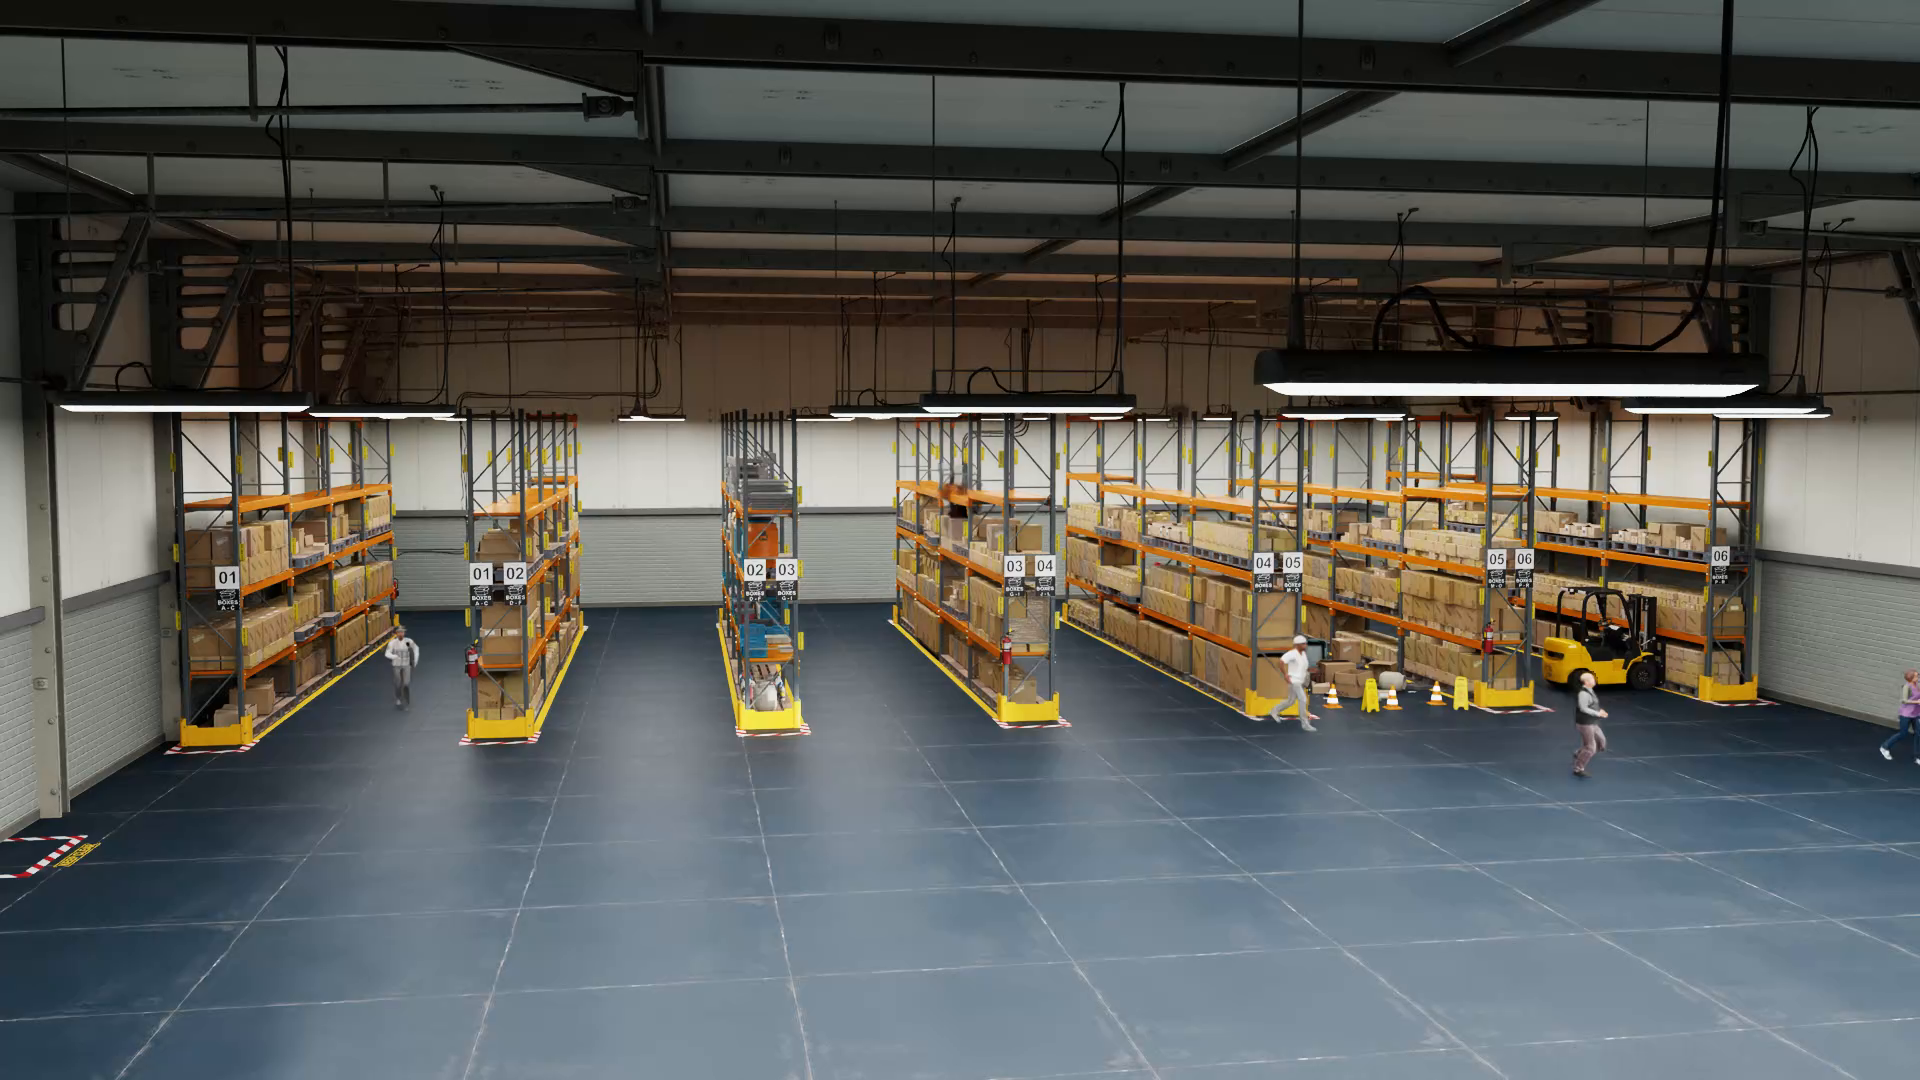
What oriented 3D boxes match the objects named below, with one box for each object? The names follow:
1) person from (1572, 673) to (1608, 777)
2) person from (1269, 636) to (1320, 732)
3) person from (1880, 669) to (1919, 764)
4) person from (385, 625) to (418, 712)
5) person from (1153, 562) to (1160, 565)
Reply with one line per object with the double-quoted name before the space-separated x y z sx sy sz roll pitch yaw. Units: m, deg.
"person" 10.220 2.994 26.957 0.555 1.691 0.708 2 5 29
"person" 6.254 2.664 31.182 0.997 1.761 0.657 2 5 30
"person" 15.862 2.959 27.839 0.558 1.610 0.837 -2 5 -31
"person" -11.167 2.572 33.286 0.631 1.770 0.739 -1 4 -19
"person" 5.600 1.507 47.218 0.662 1.770 0.993 -2 4 -23
